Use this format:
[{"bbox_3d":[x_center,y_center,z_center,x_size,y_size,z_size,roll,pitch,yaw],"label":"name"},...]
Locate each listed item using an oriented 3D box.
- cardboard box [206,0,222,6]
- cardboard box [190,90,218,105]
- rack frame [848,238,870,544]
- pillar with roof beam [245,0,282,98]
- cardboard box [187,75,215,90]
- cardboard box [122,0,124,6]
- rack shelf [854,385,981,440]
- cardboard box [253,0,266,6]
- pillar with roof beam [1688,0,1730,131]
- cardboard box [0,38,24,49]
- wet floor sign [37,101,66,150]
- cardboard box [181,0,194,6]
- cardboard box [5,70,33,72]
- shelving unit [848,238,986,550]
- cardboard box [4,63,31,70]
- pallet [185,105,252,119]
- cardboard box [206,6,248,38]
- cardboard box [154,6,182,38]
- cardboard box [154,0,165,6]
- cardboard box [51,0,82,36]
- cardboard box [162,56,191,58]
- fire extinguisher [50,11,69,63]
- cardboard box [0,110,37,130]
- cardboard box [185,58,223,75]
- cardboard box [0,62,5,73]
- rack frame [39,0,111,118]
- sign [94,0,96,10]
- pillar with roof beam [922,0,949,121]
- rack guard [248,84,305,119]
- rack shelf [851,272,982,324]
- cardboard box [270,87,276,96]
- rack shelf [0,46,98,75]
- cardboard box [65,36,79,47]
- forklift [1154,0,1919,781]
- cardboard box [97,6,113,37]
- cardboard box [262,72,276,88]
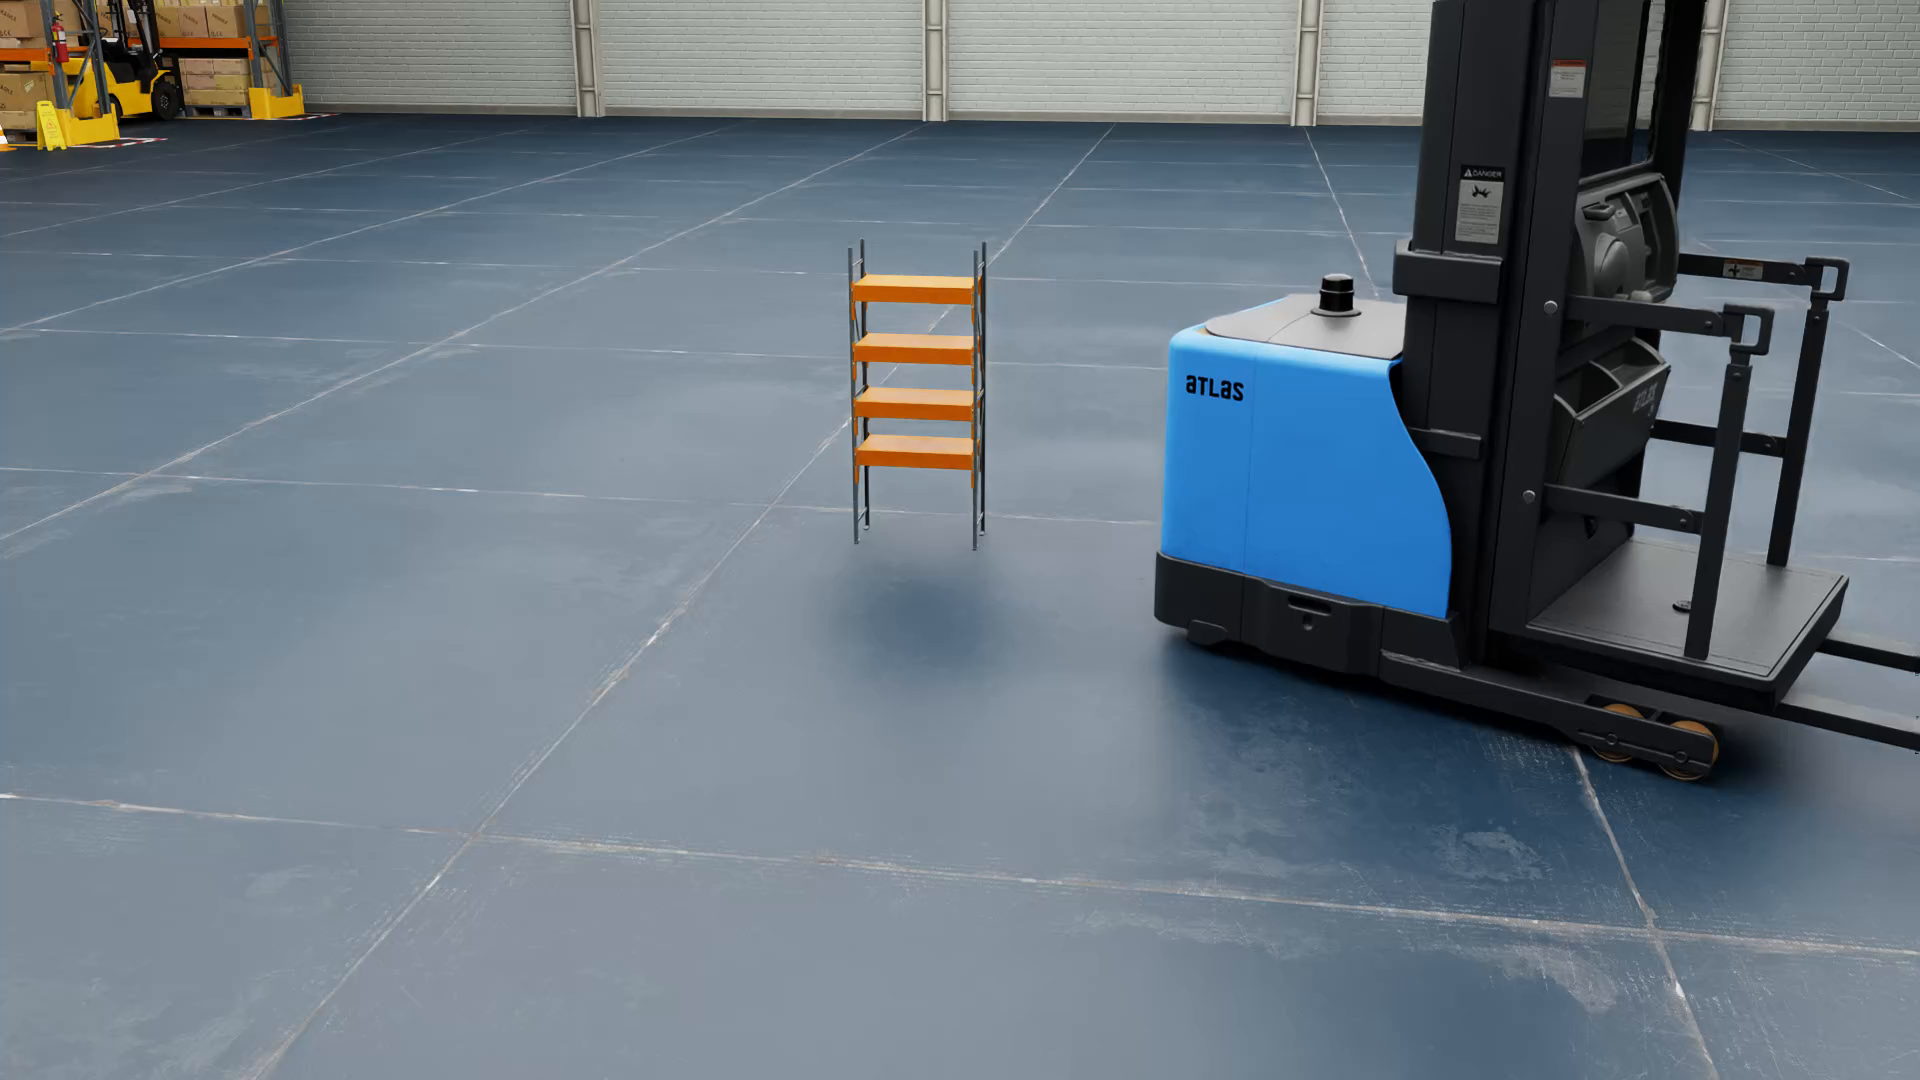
[{"bbox_3d":[-12.349,-8.977,27.726,0.250,0.149,0.380,3,19,10],"label":"cardboard box"},{"bbox_3d":[-12.709,-7.537,28.272,0.500,0.250,0.500,3,19,9],"label":"cardboard box"},{"bbox_3d":[-0.404,-0.590,6.674,0.015,1.200,0.240,3,19,9],"label":"rack frame"},{"bbox_3d":[-12.933,-10.503,24.010,0.400,9.000,9.100,3,19,9],"label":"pillar with roof beam"},{"bbox_3d":[-12.729,-7.776,28.200,0.500,0.250,0.500,3,19,8],"label":"cardboard box"},{"bbox_3d":[-14.122,-9.073,28.013,0.250,0.149,0.380,2,19,7],"label":"cardboard box"},{"bbox_3d":[-0.163,-0.514,6.659,0.480,0.148,0.258,3,19,9],"label":"rack shelf"},{"bbox_3d":[-11.999,-9.142,28.219,0.250,0.149,0.380,2,19,7],"label":"cardboard box"},{"bbox_3d":[10.764,-9.295,20.400,0.400,9.000,9.100,3,19,9],"label":"pillar with roof beam"},{"bbox_3d":[-13.160,-6.944,23.226,0.250,0.149,0.380,3,19,8],"label":"cardboard box"},{"bbox_3d":[-12.471,-5.672,22.739,0.232,0.644,0.267,10,21,27],"label":"wet floor sign"},{"bbox_3d":[-12.838,-9.025,27.870,0.250,0.149,0.380,3,19,8],"label":"cardboard box"},{"bbox_3d":[-13.782,-6.538,24.104,0.500,0.500,0.500,2,19,7],"label":"cardboard box"},{"bbox_3d":[-0.163,-0.577,6.638,0.503,1.200,0.258,3,19,9],"label":"shelving unit"},{"bbox_3d":[-16.172,-7.986,29.024,0.625,0.625,0.875,4,19,11],"label":"cardboard box"},{"bbox_3d":[-12.467,-7.392,28.562,1.213,0.211,1.003,3,19,9],"label":"pallet"},{"bbox_3d":[-12.233,-8.679,27.856,0.500,0.500,0.500,3,19,7],"label":"cardboard box"},{"bbox_3d":[-13.250,-8.733,28.020,0.500,0.500,0.500,3,19,8],"label":"cardboard box"},{"bbox_3d":[-13.362,-9.030,27.885,0.250,0.149,0.380,3,19,9],"label":"cardboard box"},{"bbox_3d":[-12.913,-7.433,23.664,0.500,0.500,0.500,3,19,8],"label":"cardboard box"},{"bbox_3d":[-13.641,-8.222,28.745,0.500,0.250,0.500,3,19,8],"label":"cardboard box"},{"bbox_3d":[-12.449,-6.947,22.959,0.183,0.674,0.296,3,19,9],"label":"fire extinguisher"},{"bbox_3d":[-13.353,-5.986,23.639,0.500,0.250,0.500,3,19,8],"label":"cardboard box"},{"bbox_3d":[-12.714,-8.008,28.104,0.500,0.250,0.500,3,19,10],"label":"cardboard box"},{"bbox_3d":[-13.694,-6.648,23.412,0.250,0.149,0.380,3,19,10],"label":"cardboard box"},{"bbox_3d":[-12.489,-7.134,23.396,0.127,3.000,1.000,3,19,9],"label":"rack frame"},{"bbox_3d":[-12.403,-7.714,23.767,0.005,0.325,0.100,3,19,9],"label":"sign"},{"bbox_3d":[-1.085,-9.899,22.205,0.400,9.000,9.100,3,19,9],"label":"pillar with roof beam"},{"bbox_3d":[-11.682,-7.502,28.437,0.348,0.500,1.175,3,19,9],"label":"rack guard"},{"bbox_3d":[-0.163,-0.950,6.513,0.480,0.148,0.258,3,19,9],"label":"rack shelf"},{"bbox_3d":[-12.159,-7.670,28.671,0.500,0.250,0.500,3,19,9],"label":"cardboard box"},{"bbox_3d":[-14.464,-6.893,23.811,4.000,0.370,1.077,3,19,9],"label":"rack shelf"},{"bbox_3d":[-12.791,-7.096,23.681,0.250,0.149,0.380,3,19,9],"label":"cardboard box"},{"bbox_3d":[2.156,-0.894,4.855,3.031,2.935,1.130,13,23,35],"label":"forklift"},{"bbox_3d":[-14.241,-8.787,28.181,0.500,0.500,0.500,3,19,8],"label":"cardboard box"},{"bbox_3d":[-12.137,-7.910,28.600,0.500,0.250,0.500,3,19,10],"label":"cardboard box"}]
